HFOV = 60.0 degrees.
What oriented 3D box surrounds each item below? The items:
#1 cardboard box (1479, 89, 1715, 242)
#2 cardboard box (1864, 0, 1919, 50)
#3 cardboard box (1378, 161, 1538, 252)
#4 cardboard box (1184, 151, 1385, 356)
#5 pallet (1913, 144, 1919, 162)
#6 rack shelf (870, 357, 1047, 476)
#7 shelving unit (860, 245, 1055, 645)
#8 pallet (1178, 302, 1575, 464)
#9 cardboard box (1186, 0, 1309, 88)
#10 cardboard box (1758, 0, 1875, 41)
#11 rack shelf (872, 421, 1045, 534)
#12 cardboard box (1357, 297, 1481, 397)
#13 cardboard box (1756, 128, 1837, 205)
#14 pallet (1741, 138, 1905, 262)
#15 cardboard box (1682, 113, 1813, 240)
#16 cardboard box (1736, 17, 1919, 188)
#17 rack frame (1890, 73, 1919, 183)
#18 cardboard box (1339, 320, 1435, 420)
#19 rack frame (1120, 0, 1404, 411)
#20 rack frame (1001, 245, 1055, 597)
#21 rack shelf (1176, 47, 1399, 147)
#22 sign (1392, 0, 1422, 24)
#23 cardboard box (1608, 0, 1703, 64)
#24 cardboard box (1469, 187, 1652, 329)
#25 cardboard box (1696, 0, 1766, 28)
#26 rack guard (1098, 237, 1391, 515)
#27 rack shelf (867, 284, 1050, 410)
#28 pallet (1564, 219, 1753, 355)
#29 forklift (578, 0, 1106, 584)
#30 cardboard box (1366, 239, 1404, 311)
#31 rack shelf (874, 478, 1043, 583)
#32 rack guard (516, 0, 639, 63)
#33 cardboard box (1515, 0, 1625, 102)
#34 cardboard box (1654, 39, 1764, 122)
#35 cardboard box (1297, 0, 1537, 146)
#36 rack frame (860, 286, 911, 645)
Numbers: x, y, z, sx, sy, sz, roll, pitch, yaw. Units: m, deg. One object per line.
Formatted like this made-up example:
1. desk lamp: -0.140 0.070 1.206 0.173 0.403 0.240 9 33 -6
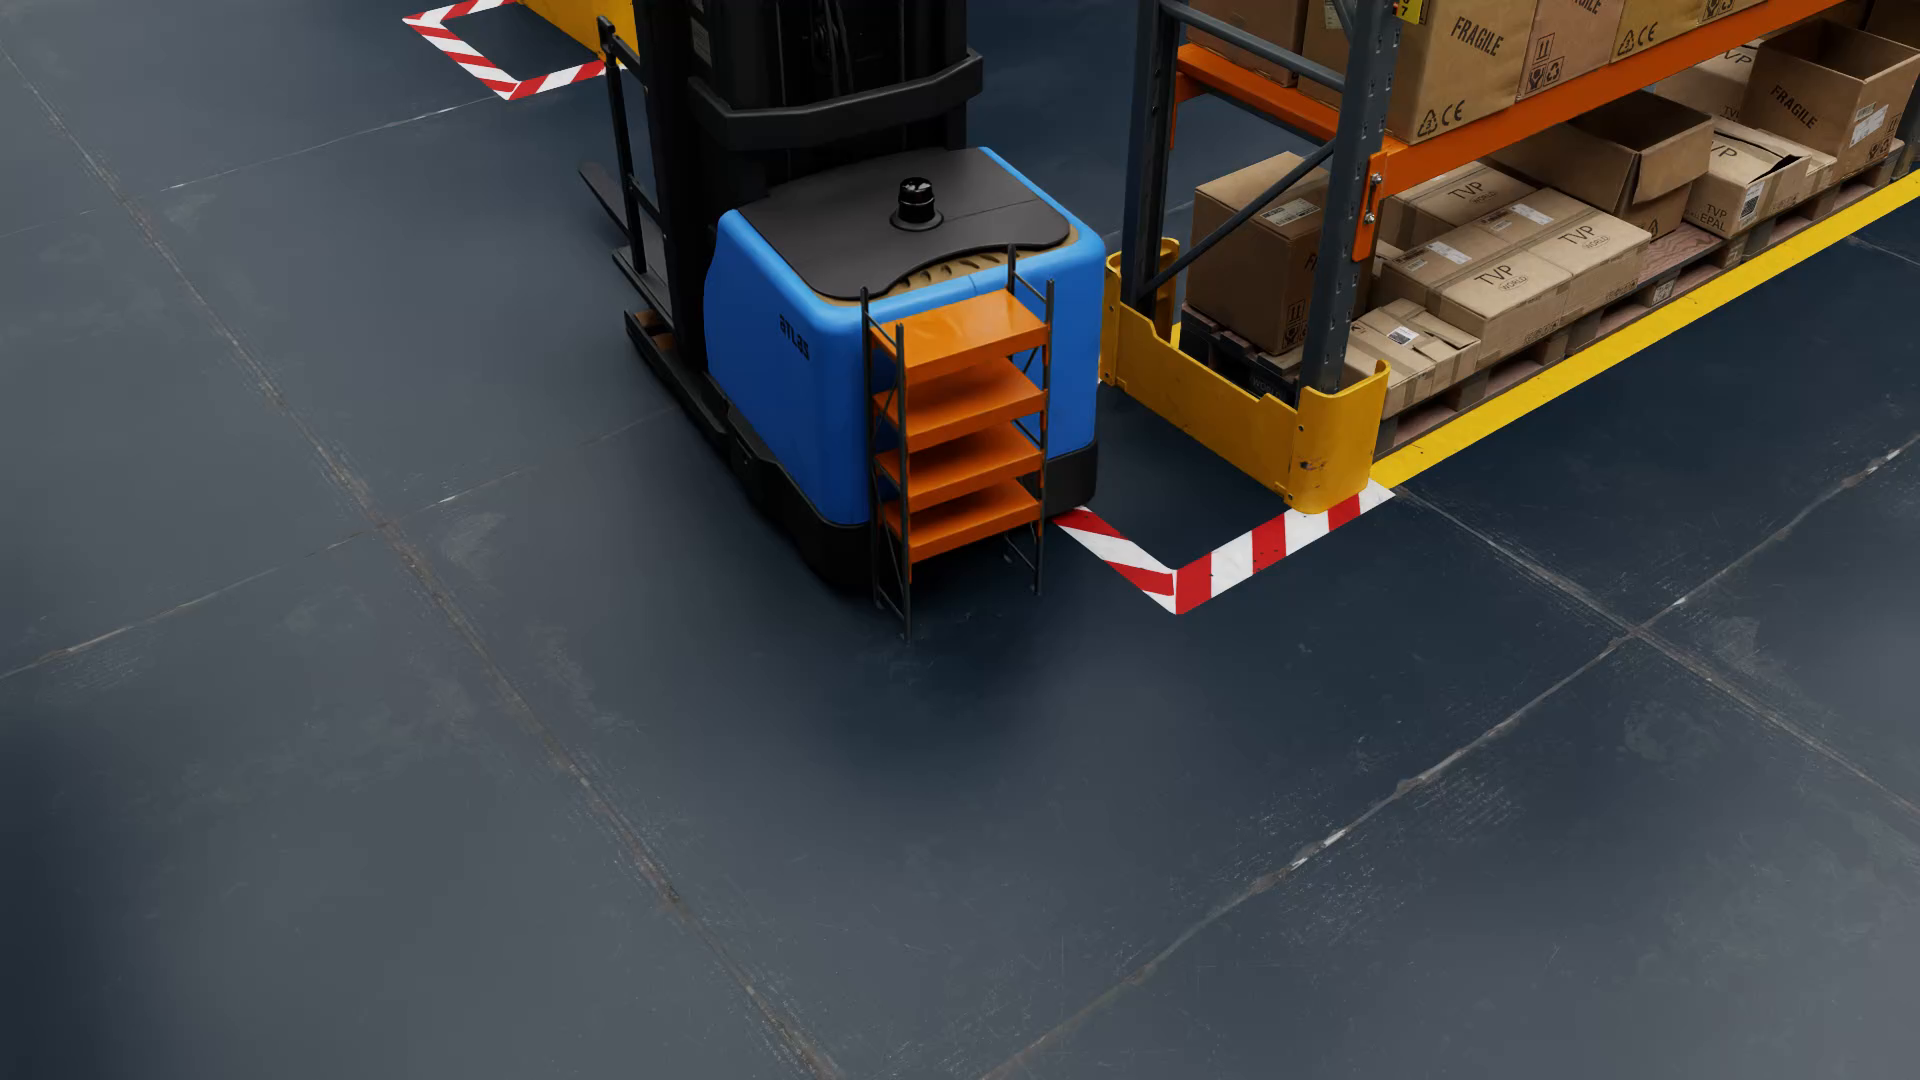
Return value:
1. cardboard box: 2.632 -1.585 6.939 0.637 0.503 0.797 -26 46 -28
2. cardboard box: 4.651 -2.377 7.907 0.500 0.500 0.500 -28 47 -30
3. cardboard box: 2.000 -1.356 6.859 0.500 0.250 0.500 -26 46 -28
4. cardboard box: 1.228 -1.101 6.351 0.500 0.500 0.500 -26 46 -28
5. pallet: 4.741 -2.364 8.466 1.213 0.211 1.003 -26 46 -28
6. rack shelf: -0.007 -0.389 5.030 0.480 0.148 0.258 -19 43 -22
7. shelving unit: -0.007 -0.268 5.130 0.503 1.200 0.258 -19 43 -22
8. pallet: 1.639 -0.823 6.587 1.213 0.211 1.003 -26 46 -28
9. cardboard box: 1.136 -1.912 5.637 0.500 0.500 0.500 -25 45 -27
10. cardboard box: 4.335 -2.648 8.236 0.500 0.500 0.500 -26 46 -28
11. rack shelf: -0.007 -0.216 5.173 0.480 0.148 0.258 -19 43 -22
12. cardboard box: 1.687 -0.724 6.154 0.250 0.166 0.380 -26 46 -28
13. cardboard box: 3.579 -1.639 7.284 0.250 0.149 0.380 -26 46 -28
14. pallet: 3.574 -1.766 7.736 1.213 0.211 1.003 -26 46 -28
15. cardboard box: 3.245 -1.587 7.093 0.500 0.311 0.500 -26 46 -28
16. cardboard box: 3.840 -1.950 7.386 0.500 0.500 0.500 -26 46 -28
17. rack frame: 4.119 -3.109 7.175 0.127 3.000 1.000 -26 46 -28
18. cardboard box: 1.489 -0.620 6.042 0.250 0.149 0.380 -26 46 -28
19. rack frame: 0.947 -1.563 5.290 0.127 3.000 1.000 -26 46 -28
20. rack frame: 0.206 -0.343 5.222 0.015 1.200 0.240 -19 43 -22
21. rack shelf: 2.533 -2.134 6.399 3.809 0.124 0.919 -26 46 -28
22. sign: 1.278 -1.625 4.683 0.005 0.325 0.100 -26 46 -28
23. cardboard box: 2.265 -2.035 5.787 0.500 0.500 0.500 -26 46 -28
24. cardboard box: 2.344 -1.124 6.576 0.500 0.250 0.500 -26 46 -28
25. cardboard box: 2.663 -2.228 6.022 0.500 0.500 0.500 -25 46 -28
26. rack guard: 1.007 -0.626 6.119 0.348 0.500 1.175 -26 46 -28
27. rack shelf: -0.007 -0.571 4.880 0.480 0.148 0.258 -19 43 -22
28. pallet: 2.606 -1.292 7.159 1.213 0.211 1.003 -26 46 -28
29. forklift: -0.680 -1.907 5.764 1.130 2.935 3.031 -19 43 -22
30. cardboard box: 1.604 -1.083 6.592 0.250 0.166 0.380 -26 46 -28
31. rack shelf: -0.008 -0.063 5.299 0.480 0.148 0.258 -19 43 -22
32. rack guard: -2.079 -3.073 9.102 0.348 0.500 1.175 -26 46 -28
33. cardboard box: 1.865 -1.843 5.553 0.500 0.500 0.500 -26 46 -28
34. cardboard box: 3.654 -2.186 7.823 0.500 0.311 0.500 -26 46 -28
35. cardboard box: 1.460 -1.641 5.306 0.500 0.500 0.500 -25 46 -27
36. rack frame: -0.220 -0.193 5.038 0.015 1.200 0.240 -19 43 -22
